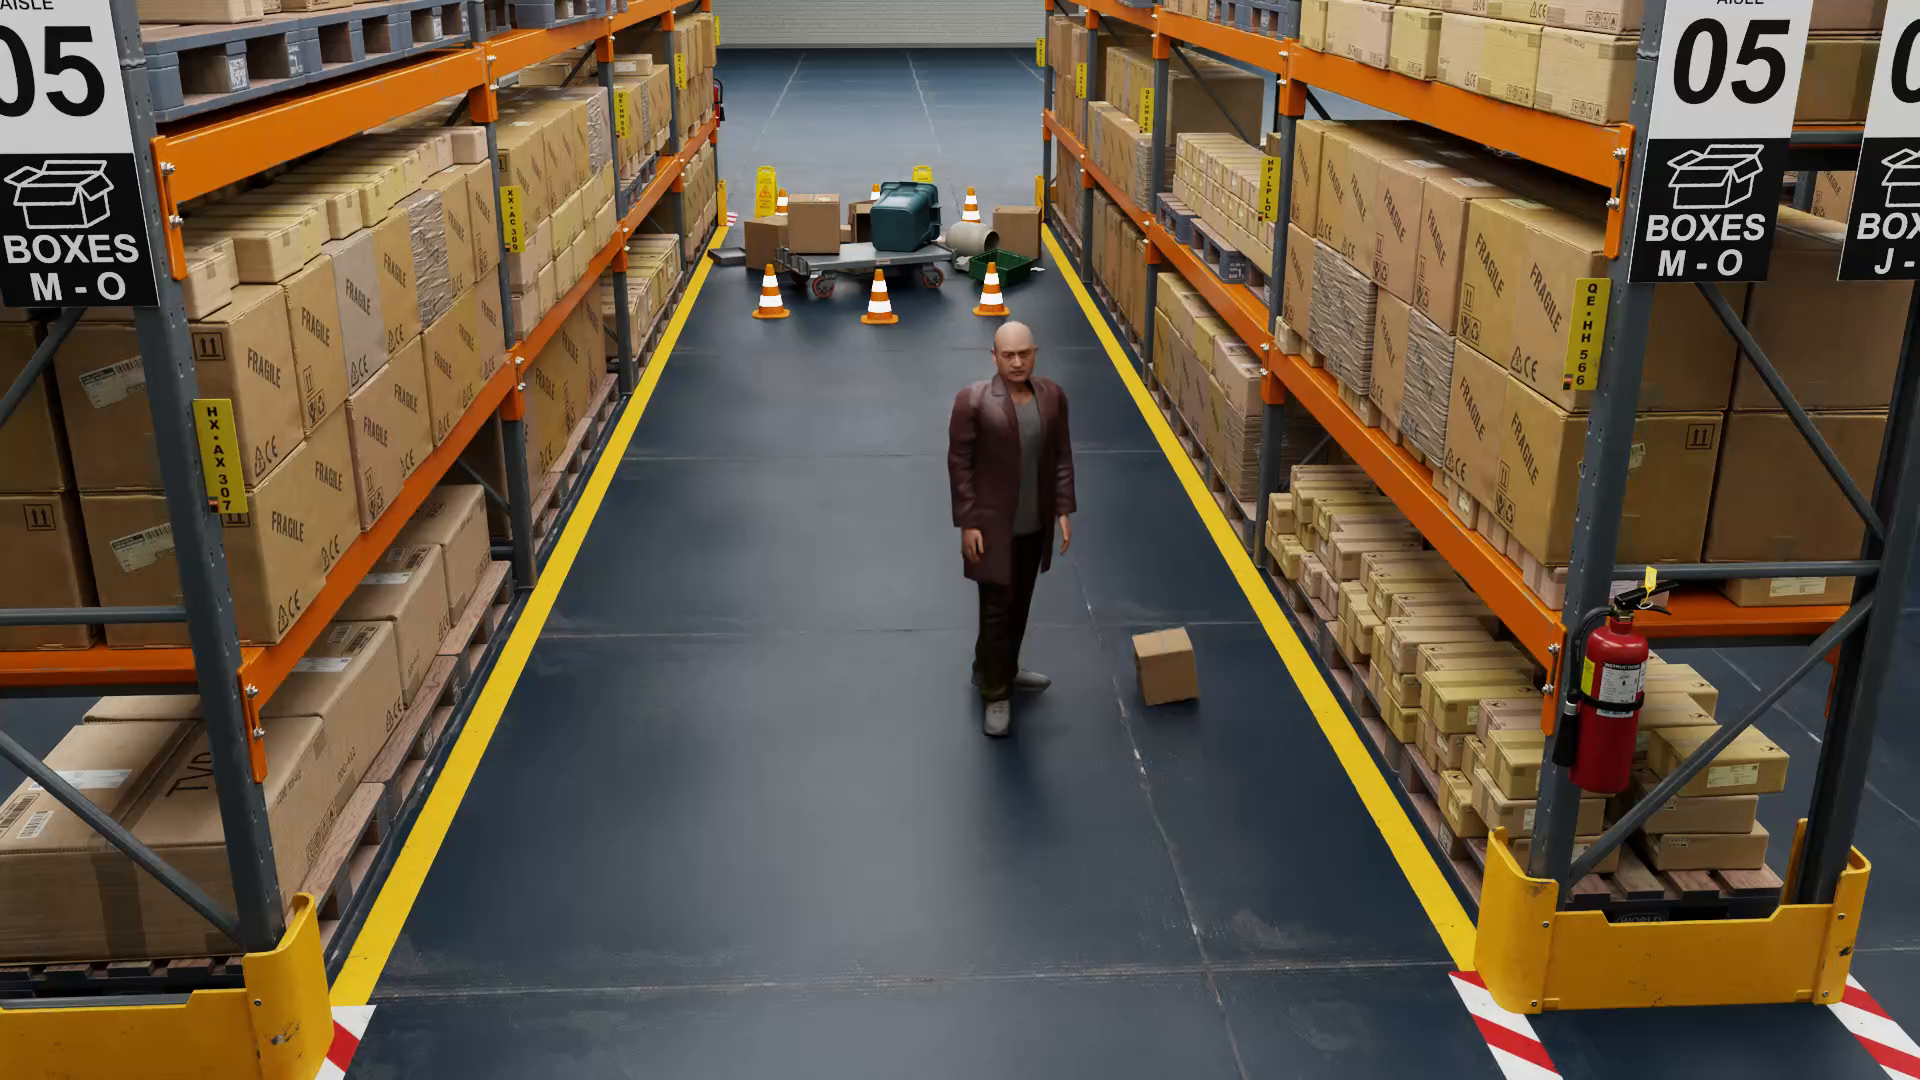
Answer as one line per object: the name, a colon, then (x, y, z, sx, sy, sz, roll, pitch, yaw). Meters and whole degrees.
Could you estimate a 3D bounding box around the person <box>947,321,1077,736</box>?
person: (0.226, -0.083, 7.287, 0.574, 1.787, 0.544, -12, 23, -30)
